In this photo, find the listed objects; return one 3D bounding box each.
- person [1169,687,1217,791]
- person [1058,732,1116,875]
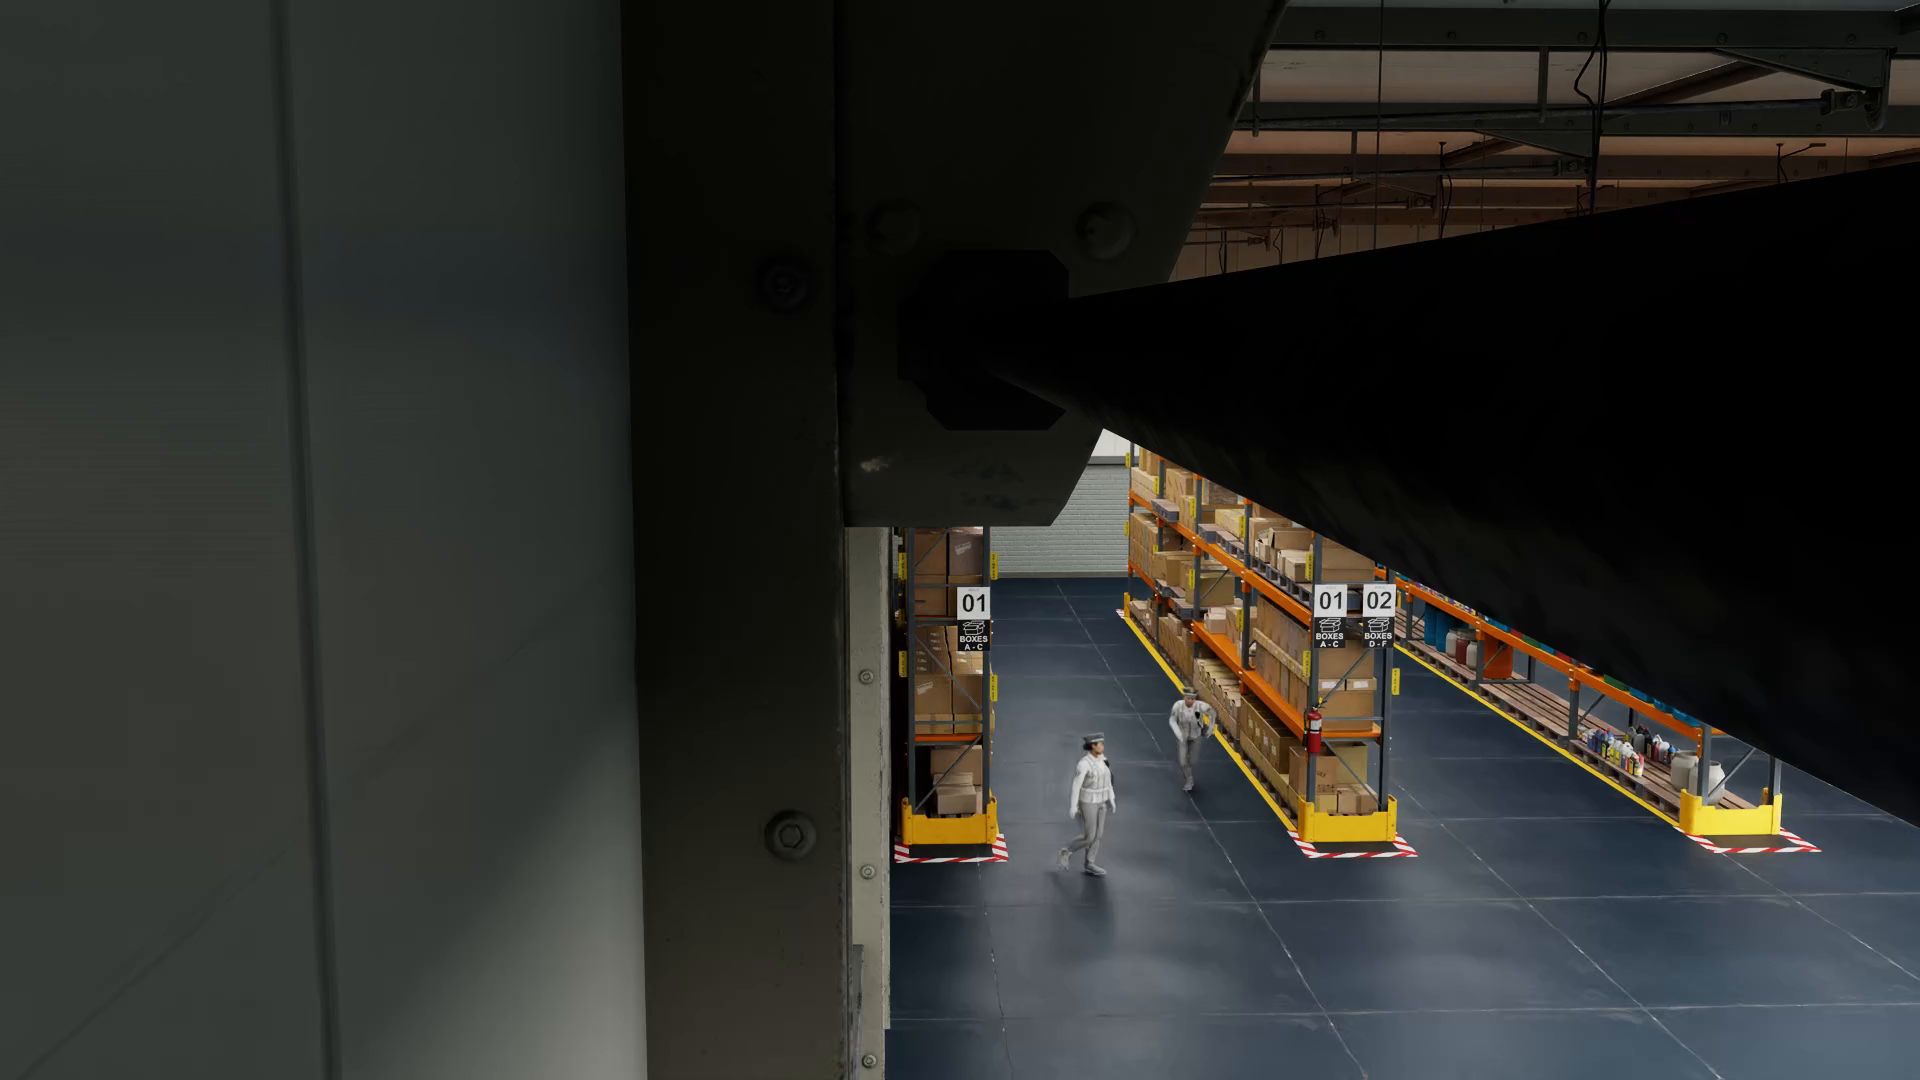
[{"bbox_3d":[3.172,2.691,22.695,0.637,1.512,0.790,1,7,8],"label":"person"},{"bbox_3d":[1.460,3.042,19.252,0.536,1.679,0.616,6,10,40],"label":"person"}]
